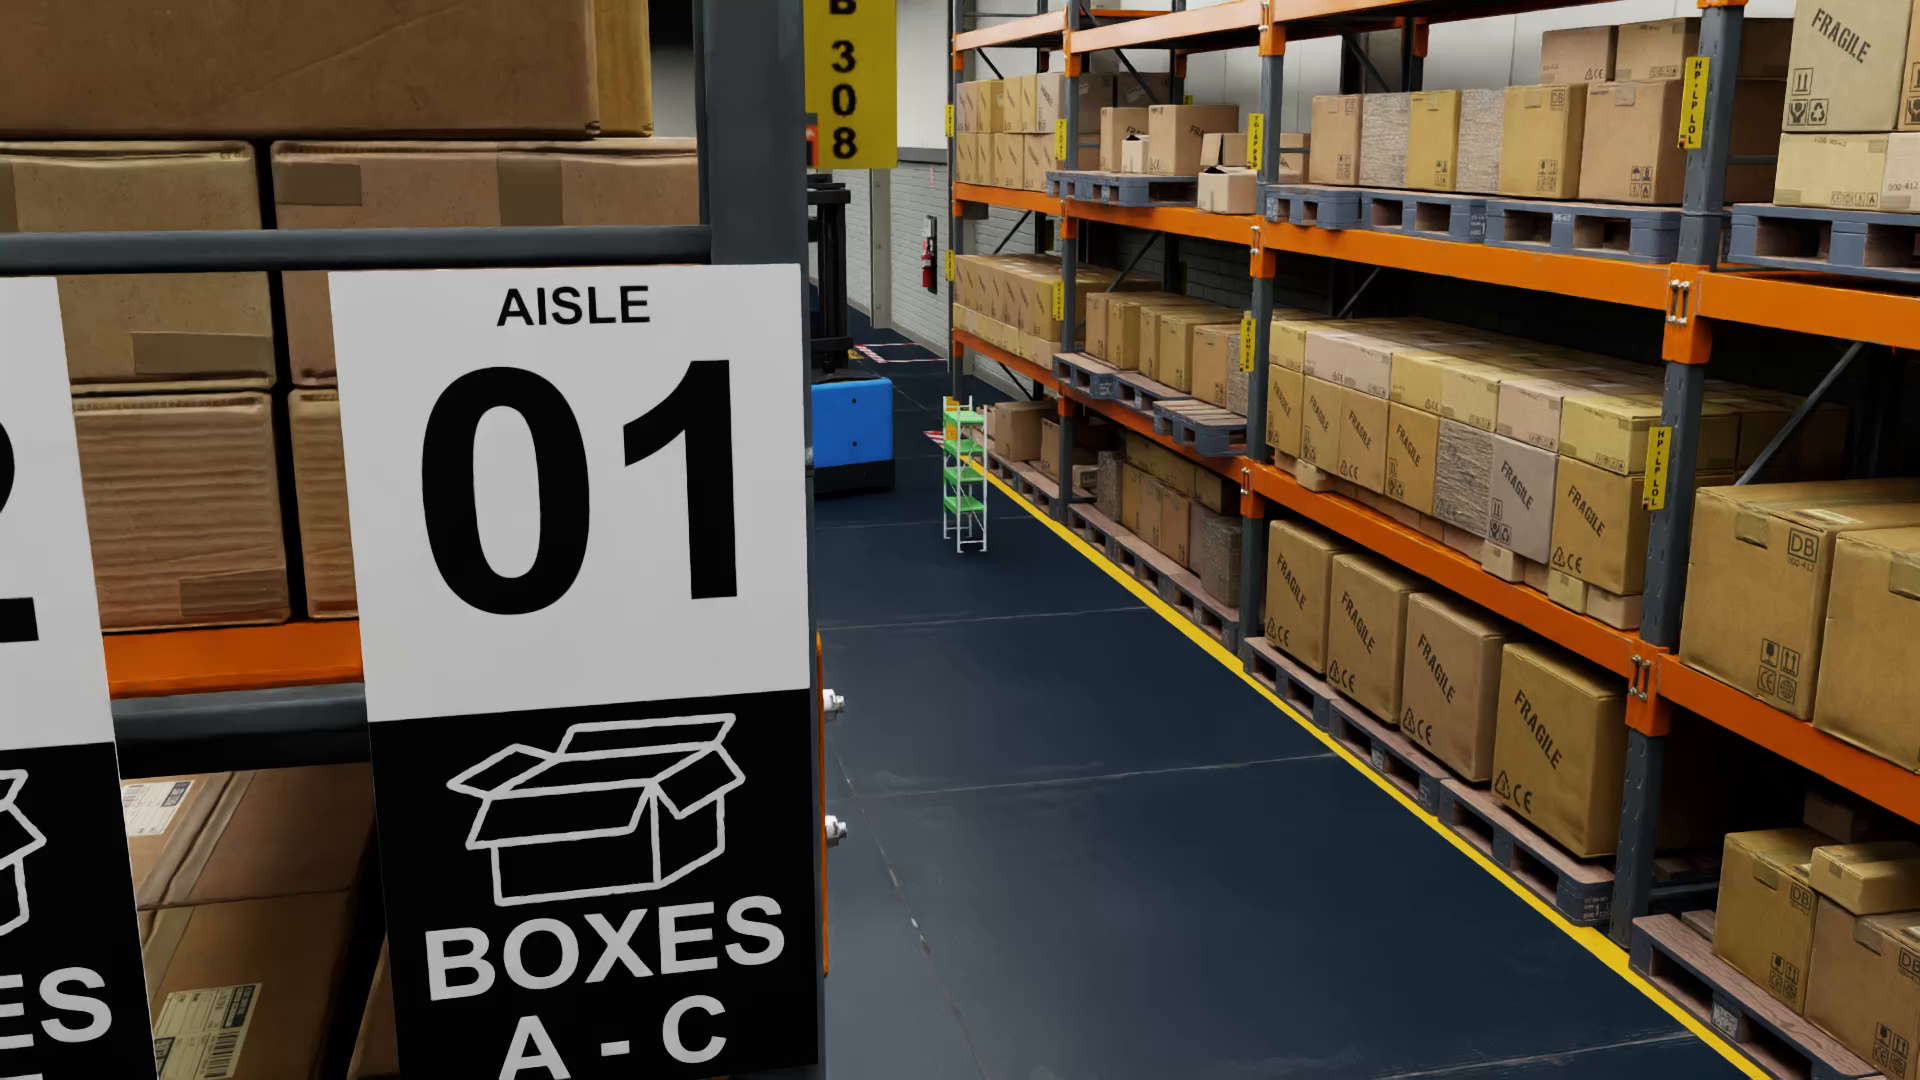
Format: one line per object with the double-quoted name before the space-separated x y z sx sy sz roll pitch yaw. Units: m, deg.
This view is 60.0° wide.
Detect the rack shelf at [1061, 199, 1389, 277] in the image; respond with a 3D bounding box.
"rack shelf" 1.832 -2.279 12.129 1.077 0.370 4.000 -3 14 -13

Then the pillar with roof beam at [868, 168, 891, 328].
"pillar with roof beam" -5.575 -7.884 27.239 9.100 9.000 0.400 -3 14 -13

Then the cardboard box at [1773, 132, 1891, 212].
"cardboard box" 3.147 -1.250 5.622 0.500 0.250 0.500 -3 14 -13

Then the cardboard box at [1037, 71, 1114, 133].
"cardboard box" 0.981 -3.734 14.210 0.500 0.500 0.500 -5 14 -18

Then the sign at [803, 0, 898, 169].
"sign" -0.107 -0.499 1.488 0.100 0.325 0.005 -3 14 -13

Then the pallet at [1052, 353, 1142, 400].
"pallet" 1.400 -1.355 13.556 1.003 0.211 1.213 -3 14 -13

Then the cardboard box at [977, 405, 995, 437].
"cardboard box" 0.497 -1.298 17.658 0.500 0.311 0.500 -5 15 -20

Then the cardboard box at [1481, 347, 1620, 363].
"cardboard box" 3.015 -0.831 8.548 0.500 0.250 0.500 -4 14 -15

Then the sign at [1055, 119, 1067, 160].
"sign" 0.836 -3.309 13.740 0.100 0.325 0.005 -3 14 -13

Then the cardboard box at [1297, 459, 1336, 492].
"cardboard box" 2.184 -0.384 9.665 0.380 0.149 0.250 -3 14 -11

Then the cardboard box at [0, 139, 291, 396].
"cardboard box" -1.003 -0.319 1.853 0.500 0.250 0.500 -3 14 -13

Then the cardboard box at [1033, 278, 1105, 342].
"cardboard box" 0.950 -2.025 14.590 0.500 0.500 0.500 -3 14 -13

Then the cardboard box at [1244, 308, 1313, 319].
"cardboard box" 2.101 -1.438 10.989 0.380 0.149 0.250 -6 15 -23

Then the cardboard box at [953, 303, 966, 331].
"cardboard box" 0.228 -2.362 17.547 0.500 0.250 0.500 -4 14 -15

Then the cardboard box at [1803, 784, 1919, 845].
"cardboard box" 3.476 1.042 6.357 0.380 0.149 0.250 -3 14 -14

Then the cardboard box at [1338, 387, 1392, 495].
"cardboard box" 2.396 -0.550 8.979 0.500 0.500 0.500 -3 14 -13

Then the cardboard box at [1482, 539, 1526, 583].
"cardboard box" 2.668 0.086 7.740 0.380 0.149 0.250 -3 14 -13

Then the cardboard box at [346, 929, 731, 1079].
"cardboard box" -0.482 0.762 2.172 0.500 0.500 0.500 -3 14 -11

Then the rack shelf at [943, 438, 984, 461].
"rack shelf" 0.039 -0.716 13.587 0.258 0.148 0.480 -3 14 -13

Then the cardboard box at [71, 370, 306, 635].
"cardboard box" -1.011 -0.075 1.910 0.500 0.250 0.500 -3 14 -13

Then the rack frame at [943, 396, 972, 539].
"rack frame" -0.018 -0.601 13.859 0.240 1.200 0.015 -3 14 -13

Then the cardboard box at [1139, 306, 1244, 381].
"cardboard box" 1.757 -1.496 12.592 0.700 0.500 0.500 -1 14 -5

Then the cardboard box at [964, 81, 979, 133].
"cardboard box" 0.345 -4.335 16.672 0.500 0.500 0.500 -3 14 -14

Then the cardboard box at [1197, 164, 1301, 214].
"cardboard box" 1.870 -2.284 10.782 0.500 0.311 0.500 -3 14 -13

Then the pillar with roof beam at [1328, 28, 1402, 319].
"pillar with roof beam" -1.348 -3.732 10.242 9.100 9.000 0.400 -3 14 -13

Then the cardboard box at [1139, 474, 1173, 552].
"cardboard box" 1.802 -0.227 12.874 0.700 0.500 0.500 -3 14 -13

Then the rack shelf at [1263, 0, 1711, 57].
"rack shelf" 2.771 -2.619 8.043 1.077 0.370 4.000 -3 14 -13

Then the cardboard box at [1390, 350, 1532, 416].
"cardboard box" 2.531 -0.801 8.426 0.500 0.250 0.500 -4 14 -14

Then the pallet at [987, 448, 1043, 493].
"pallet" 0.880 -0.713 16.399 1.003 0.211 1.213 -3 14 -13

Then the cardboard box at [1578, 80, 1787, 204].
"cardboard box" 3.141 -1.715 7.170 0.700 0.500 0.500 -4 14 -16

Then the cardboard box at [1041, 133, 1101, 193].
"cardboard box" 1.002 -3.251 14.341 0.500 0.500 0.500 -3 14 -12

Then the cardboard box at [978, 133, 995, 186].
"cardboard box" 0.475 -3.734 16.318 0.500 0.500 0.500 -3 14 -11

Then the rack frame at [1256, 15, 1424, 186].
"rack frame" 2.301 -3.624 9.799 1.000 3.000 0.127 -3 14 -13

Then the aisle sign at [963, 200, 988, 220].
"aisle sign" 0.114 -3.818 17.756 0.394 0.787 0.004 -3 14 -13

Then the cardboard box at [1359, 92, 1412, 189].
"cardboard box" 2.646 -2.201 9.158 0.700 0.500 0.500 -4 14 -16

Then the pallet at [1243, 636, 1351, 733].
"pallet" 2.413 0.831 10.080 1.003 0.211 1.213 -3 14 -13

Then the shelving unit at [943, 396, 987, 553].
"shelving unit" 0.039 -0.545 13.628 0.258 1.200 0.503 -3 14 -13

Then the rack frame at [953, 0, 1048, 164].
"rack frame" 0.422 -5.469 17.353 1.000 3.000 0.127 -3 14 -13

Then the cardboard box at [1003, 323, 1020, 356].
"cardboard box" 0.714 -1.892 15.625 0.500 0.250 0.500 -3 14 -13

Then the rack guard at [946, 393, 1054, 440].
"rack guard" 0.440 -1.323 18.290 1.175 0.500 0.348 -3 14 -13

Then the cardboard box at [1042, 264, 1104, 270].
"cardboard box" 1.092 -2.407 16.155 0.500 0.500 0.500 -3 14 -12

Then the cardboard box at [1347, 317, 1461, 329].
"cardboard box" 2.660 -1.186 10.004 0.500 0.250 0.500 -3 14 -12

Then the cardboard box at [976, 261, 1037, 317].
"cardboard box" 0.464 -2.495 16.514 0.500 0.500 0.500 -4 14 -15

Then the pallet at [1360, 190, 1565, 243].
"pallet" 2.770 -1.672 8.526 1.003 0.211 1.213 -3 14 -11

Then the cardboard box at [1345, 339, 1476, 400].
"cardboard box" 2.405 -0.918 8.907 0.500 0.250 0.500 -3 14 -13

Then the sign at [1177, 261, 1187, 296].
"sign" 1.900 -2.227 14.281 0.100 0.325 0.005 -3 14 -13

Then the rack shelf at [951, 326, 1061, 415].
"rack shelf" 0.892 -1.744 16.262 1.077 0.370 4.000 -3 14 -13

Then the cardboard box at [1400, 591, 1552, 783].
"cardboard box" 2.750 0.706 8.362 0.750 0.750 0.750 -3 14 -11

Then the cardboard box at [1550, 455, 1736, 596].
"cardboard box" 2.887 -0.082 7.063 0.500 0.500 0.500 -4 14 -14

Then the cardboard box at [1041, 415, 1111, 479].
"cardboard box" 1.079 -0.869 15.504 0.500 0.500 0.500 -4 14 -17

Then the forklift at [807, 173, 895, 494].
"forklift" -1.810 -2.133 16.484 1.130 2.935 3.031 -8 16 -30

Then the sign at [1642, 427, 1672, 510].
"sign" 2.715 -0.278 6.473 0.100 0.325 0.005 -3 14 -13

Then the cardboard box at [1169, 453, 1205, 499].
"cardboard box" 1.883 -0.490 12.372 0.500 0.250 0.500 -3 14 -13

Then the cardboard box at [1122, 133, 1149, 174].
"cardboard box" 1.557 -2.978 12.777 0.500 0.311 0.500 -3 14 -11

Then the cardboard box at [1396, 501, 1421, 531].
"cardboard box" 2.524 -0.155 8.729 0.380 0.149 0.250 -3 14 -13

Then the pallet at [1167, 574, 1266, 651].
"pallet" 2.119 0.465 11.580 1.003 0.211 1.213 -3 14 -13
